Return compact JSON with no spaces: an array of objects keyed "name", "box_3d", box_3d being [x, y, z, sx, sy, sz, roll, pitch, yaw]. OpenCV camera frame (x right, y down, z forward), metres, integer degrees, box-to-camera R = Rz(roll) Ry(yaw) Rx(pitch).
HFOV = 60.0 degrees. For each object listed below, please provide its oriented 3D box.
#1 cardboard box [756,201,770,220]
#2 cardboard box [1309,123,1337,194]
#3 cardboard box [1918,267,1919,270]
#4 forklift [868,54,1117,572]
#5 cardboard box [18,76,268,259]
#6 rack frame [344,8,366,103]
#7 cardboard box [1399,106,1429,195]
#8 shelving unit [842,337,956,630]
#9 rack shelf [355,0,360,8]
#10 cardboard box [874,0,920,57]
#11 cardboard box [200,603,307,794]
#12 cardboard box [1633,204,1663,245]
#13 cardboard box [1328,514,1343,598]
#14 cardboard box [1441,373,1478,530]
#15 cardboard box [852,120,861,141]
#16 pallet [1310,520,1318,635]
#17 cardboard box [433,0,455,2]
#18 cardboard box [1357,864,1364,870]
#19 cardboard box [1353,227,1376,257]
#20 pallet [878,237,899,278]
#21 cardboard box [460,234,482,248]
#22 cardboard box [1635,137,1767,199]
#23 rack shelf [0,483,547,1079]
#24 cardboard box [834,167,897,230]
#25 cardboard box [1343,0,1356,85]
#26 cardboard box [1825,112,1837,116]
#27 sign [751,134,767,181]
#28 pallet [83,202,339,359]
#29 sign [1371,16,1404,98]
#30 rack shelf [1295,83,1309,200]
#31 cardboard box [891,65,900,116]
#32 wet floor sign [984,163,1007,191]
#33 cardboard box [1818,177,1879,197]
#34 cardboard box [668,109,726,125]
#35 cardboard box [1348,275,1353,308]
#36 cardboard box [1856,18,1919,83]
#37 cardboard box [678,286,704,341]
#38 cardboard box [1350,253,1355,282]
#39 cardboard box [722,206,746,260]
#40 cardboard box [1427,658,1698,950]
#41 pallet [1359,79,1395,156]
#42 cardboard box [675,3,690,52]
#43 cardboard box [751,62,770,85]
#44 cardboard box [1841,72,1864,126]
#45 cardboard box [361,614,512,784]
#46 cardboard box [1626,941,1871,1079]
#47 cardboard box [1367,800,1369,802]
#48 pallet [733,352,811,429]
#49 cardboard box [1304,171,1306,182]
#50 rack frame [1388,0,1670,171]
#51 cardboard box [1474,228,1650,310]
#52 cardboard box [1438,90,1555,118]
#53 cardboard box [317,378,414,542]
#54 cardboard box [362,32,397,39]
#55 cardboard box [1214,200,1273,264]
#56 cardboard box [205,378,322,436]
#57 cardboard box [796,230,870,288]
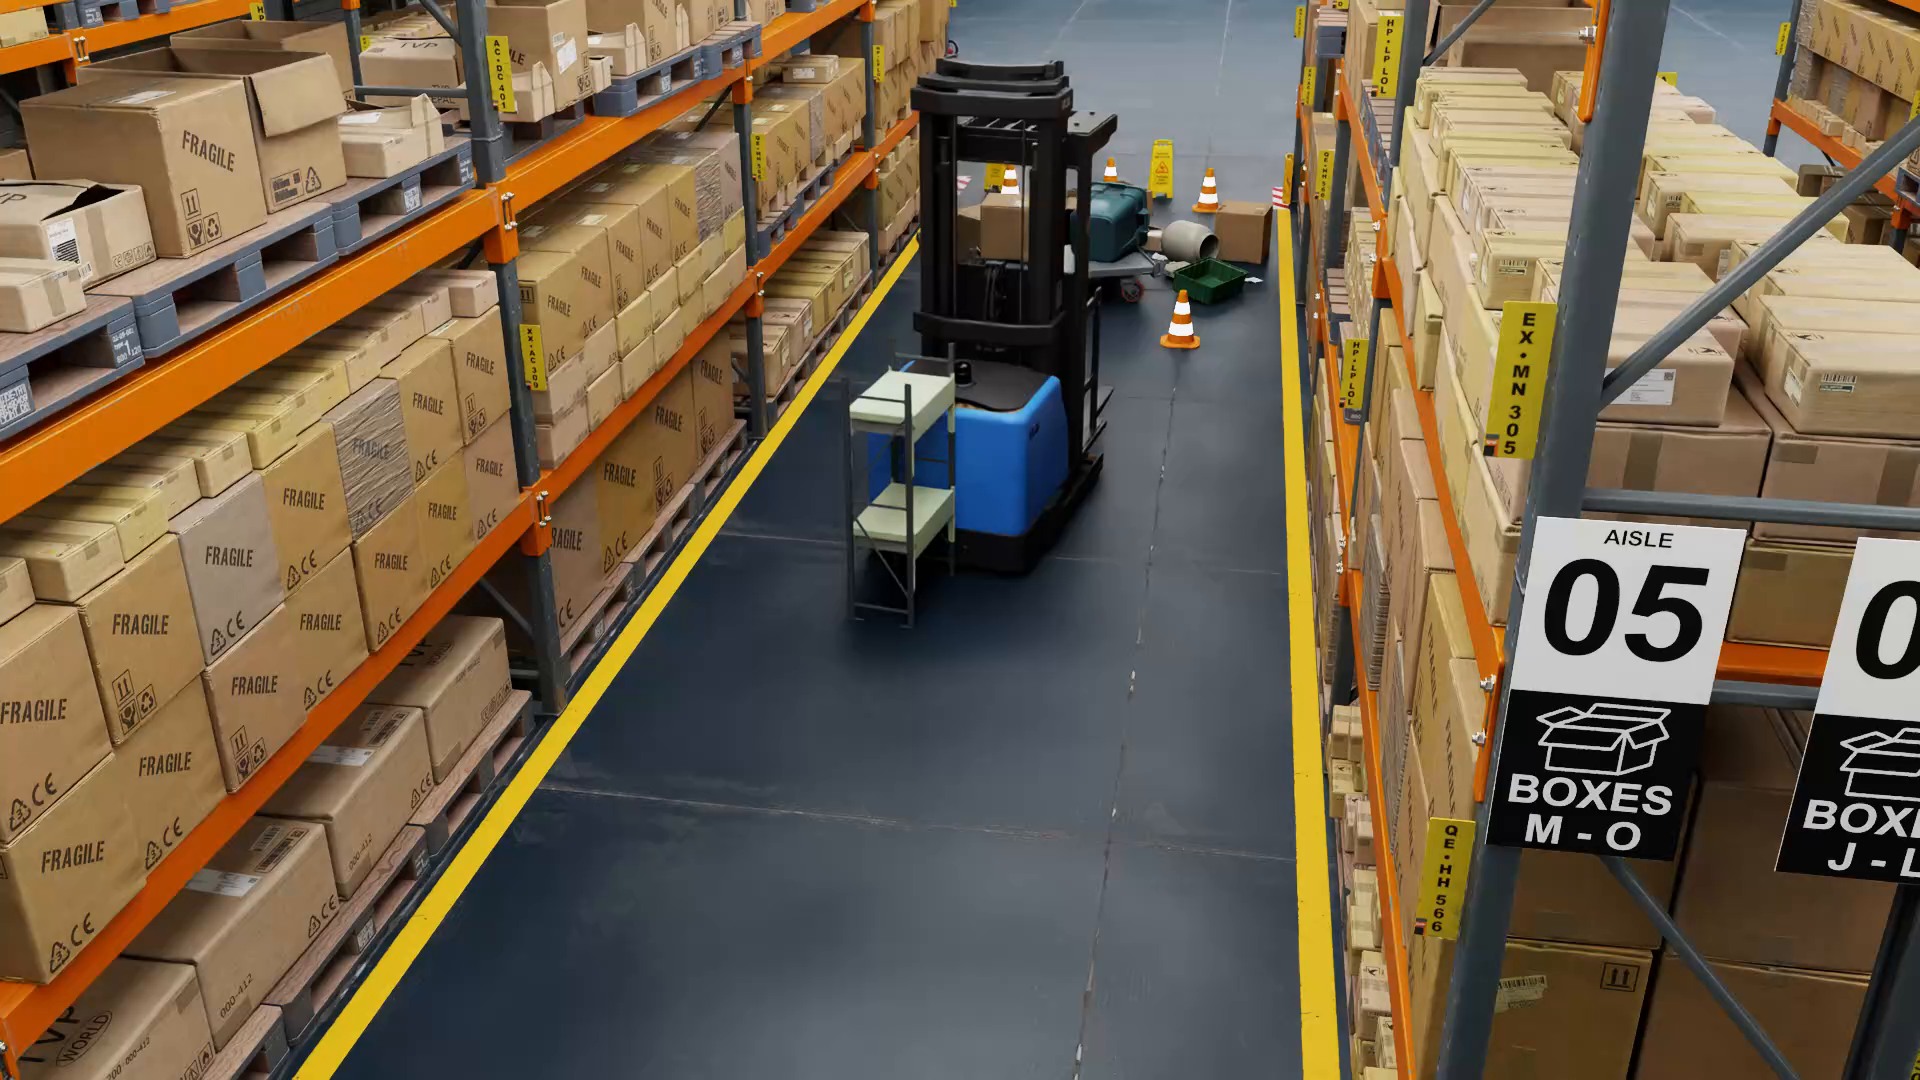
[{"name":"cardboard box","box_3d":[-1.622,-2.470,12.290,0.380,0.149,0.250,2,25,5]},{"name":"cardboard box","box_3d":[3.182,-3.160,13.844,0.500,0.500,0.500,4,25,9]},{"name":"cardboard box","box_3d":[8.371,-1.953,13.814,0.700,0.500,0.500,2,25,4]},{"name":"forklift","box_3d":[0.371,-1.735,10.998,1.130,2.935,3.031,8,26,17]},{"name":"cardboard box","box_3d":[-2.768,-1.281,5.679,0.500,0.500,0.500,4,25,9]},{"name":"rack frame","box_3d":[-6.182,-4.170,16.121,1.000,3.000,0.127,4,25,9]},{"name":"cardboard box","box_3d":[1.993,-1.514,6.494,0.500,0.250,0.500,5,26,10]},{"name":"shelving unit","box_3d":[-0.340,-0.337,9.700,0.431,1.500,0.755,8,26,17]},{"name":"rack shelf","box_3d":[-5.855,-6.039,17.424,1.077,0.370,4.000,4,25,9]},{"name":"cardboard box","box_3d":[-0.785,-5.050,16.352,0.700,0.500,0.500,3,25,7]},{"name":"cardboard box","box_3d":[-2.728,0.540,5.940,0.500,0.500,0.500,4,25,8]},{"name":"cardboard box","box_3d":[2.242,-0.831,5.037,0.500,0.250,0.500,3,25,7]},{"name":"cardboard box","box_3d":[2.180,0.092,8.584,0.500,0.250,0.500,3,25,7]},{"name":"cardboard box","box_3d":[1.544,-0.221,4.323,0.500,0.250,0.500,4,25,9]},{"name":"cardboard box","box_3d":[-1.096,-3.670,14.853,0.380,0.149,0.250,4,25,9]},{"name":"pallet","box_3d":[2.631,0.244,9.979,1.003,0.211,1.213,4,25,9]},{"name":"cardboard box","box_3d":[-5.899,-6.084,18.976,0.380,0.149,0.250,5,26,10]},{"name":"cardboard box","box_3d":[1.906,1.378,7.134,0.380,0.149,0.250,4,25,7]},{"name":"cardboard box","box_3d":[2.609,-1.805,10.168,0.380,0.149,0.250,4,25,8]},{"name":"pallet","box_3d":[-1.210,-2.848,16.586,1.003,0.211,1.213,4,25,9]},{"name":"cardboard box","box_3d":[-2.689,-1.401,8.908,0.500,0.500,0.500,5,25,10]},{"name":"cardboard box","box_3d":[2.341,-1.186,5.325,0.380,0.149,0.250,4,25,8]},{"name":"rack shelf","box_3d":[-2.919,0.680,6.607,1.077,0.370,4.000,4,25,9]},{"name":"cardboard box","box_3d":[-0.922,-3.340,16.211,0.500,0.500,0.500,5,26,11]},{"name":"cardboard box","box_3d":[2.606,-3.037,10.045,0.500,0.500,0.500,4,25,9]},{"name":"cardboard box","box_3d":[8.666,-4.074,16.212,0.380,0.149,0.250,4,25,9]},{"name":"sign","box_3d":[-1.390,-2.642,11.490,0.100,0.325,0.005,4,25,9]},{"name":"pallet","box_3d":[-2.938,-0.950,5.808,1.003,0.211,1.213,4,25,9]},{"name":"sign","box_3d":[1.760,-1.989,6.849,0.100,0.325,0.005,4,25,9]},{"name":"rack shelf","box_3d":[3.942,-4.038,16.686,1.077,0.370,4.000,4,25,9]},{"name":"cardboard box","box_3d":[-0.879,-4.384,16.109,0.500,0.500,0.500,4,25,8]},{"name":"wet floor sign","box_3d":[0.456,-4.440,19.474,0.267,0.644,0.232,13,28,26]},{"name":"cardboard box","box_3d":[8.963,-3.360,16.843,0.500,0.500,0.500,11,27,22]},{"name":"cardboard box","box_3d":[-2.065,-2.951,12.553,0.500,0.500,0.500,4,25,8]},{"name":"cardboard box","box_3d":[2.602,-1.532,10.286,0.380,0.149,0.250,5,26,11]},{"name":"cardboard box","box_3d":[8.457,-4.399,14.962,0.500,0.500,0.500,4,25,9]},{"name":"cardboard box","box_3d":[-1.931,-1.433,10.450,0.500,0.250,0.500,4,25,8]},{"name":"cardboard box","box_3d":[2.602,-1.652,10.190,0.380,0.149,0.250,3,25,7]},{"name":"cardboard box","box_3d":[-1.767,-2.093,11.271,0.500,0.250,0.500,4,25,8]},{"name":"cardboard box","box_3d":[1.484,0.650,4.174,0.500,0.500,0.500,4,25,7]},{"name":"pallet","box_3d":[2.680,-2.139,8.466,1.213,0.211,1.003,4,25,9]},{"name":"cardboard box","box_3d":[-1.818,-3.042,9.836,0.396,0.266,0.258,3,25,7]},{"name":"cardboard box","box_3d":[-1.786,-3.858,13.725,0.380,0.149,0.250,5,26,11]},{"name":"cardboard box","box_3d":[8.848,-4.134,15.575,0.875,0.500,0.500,4,25,9]},{"name":"cardboard box","box_3d":[-2.800,0.744,8.150,0.875,0.438,0.875,4,25,8]},{"name":"cardboard box","box_3d":[2.000,1.143,4.301,0.500,0.500,0.500,5,26,11]},{"name":"cardboard box","box_3d":[1.929,1.244,7.071,0.380,0.149,0.250,3,25,6]},{"name":"pallet","box_3d":[-1.809,-1.219,13.104,1.003,0.211,1.213,4,25,9]},{"name":"cardboard box","box_3d":[4.224,-4.140,18.067,0.875,0.875,0.875,4,25,9]},{"name":"rack frame","box_3d":[2.308,-2.898,6.327,1.000,3.000,0.127,4,25,9]},{"name":"cardboard box","box_3d":[1.533,-0.687,4.258,0.380,0.149,0.250,4,25,9]},{"name":"cardboard box","box_3d":[1.959,-1.553,6.109,0.380,0.149,0.250,4,25,8]},{"name":"cardboard box","box_3d":[-2.562,-0.338,6.637,0.500,0.500,0.500,4,25,9]},{"name":"cardboard box","box_3d":[-5.851,-4.979,16.616,0.380,0.149,0.250,4,25,8]},{"name":"cardboard box","box_3d":[2.857,-3.116,16.815,0.500,0.500,0.500,8,26,18]},{"name":"cardboard box","box_3d":[-2.625,-0.489,6.193,0.380,0.149,0.250,4,25,9]},{"name":"cardboard box","box_3d":[-1.368,-2.608,15.388,0.950,0.372,0.625,4,25,9]}]
